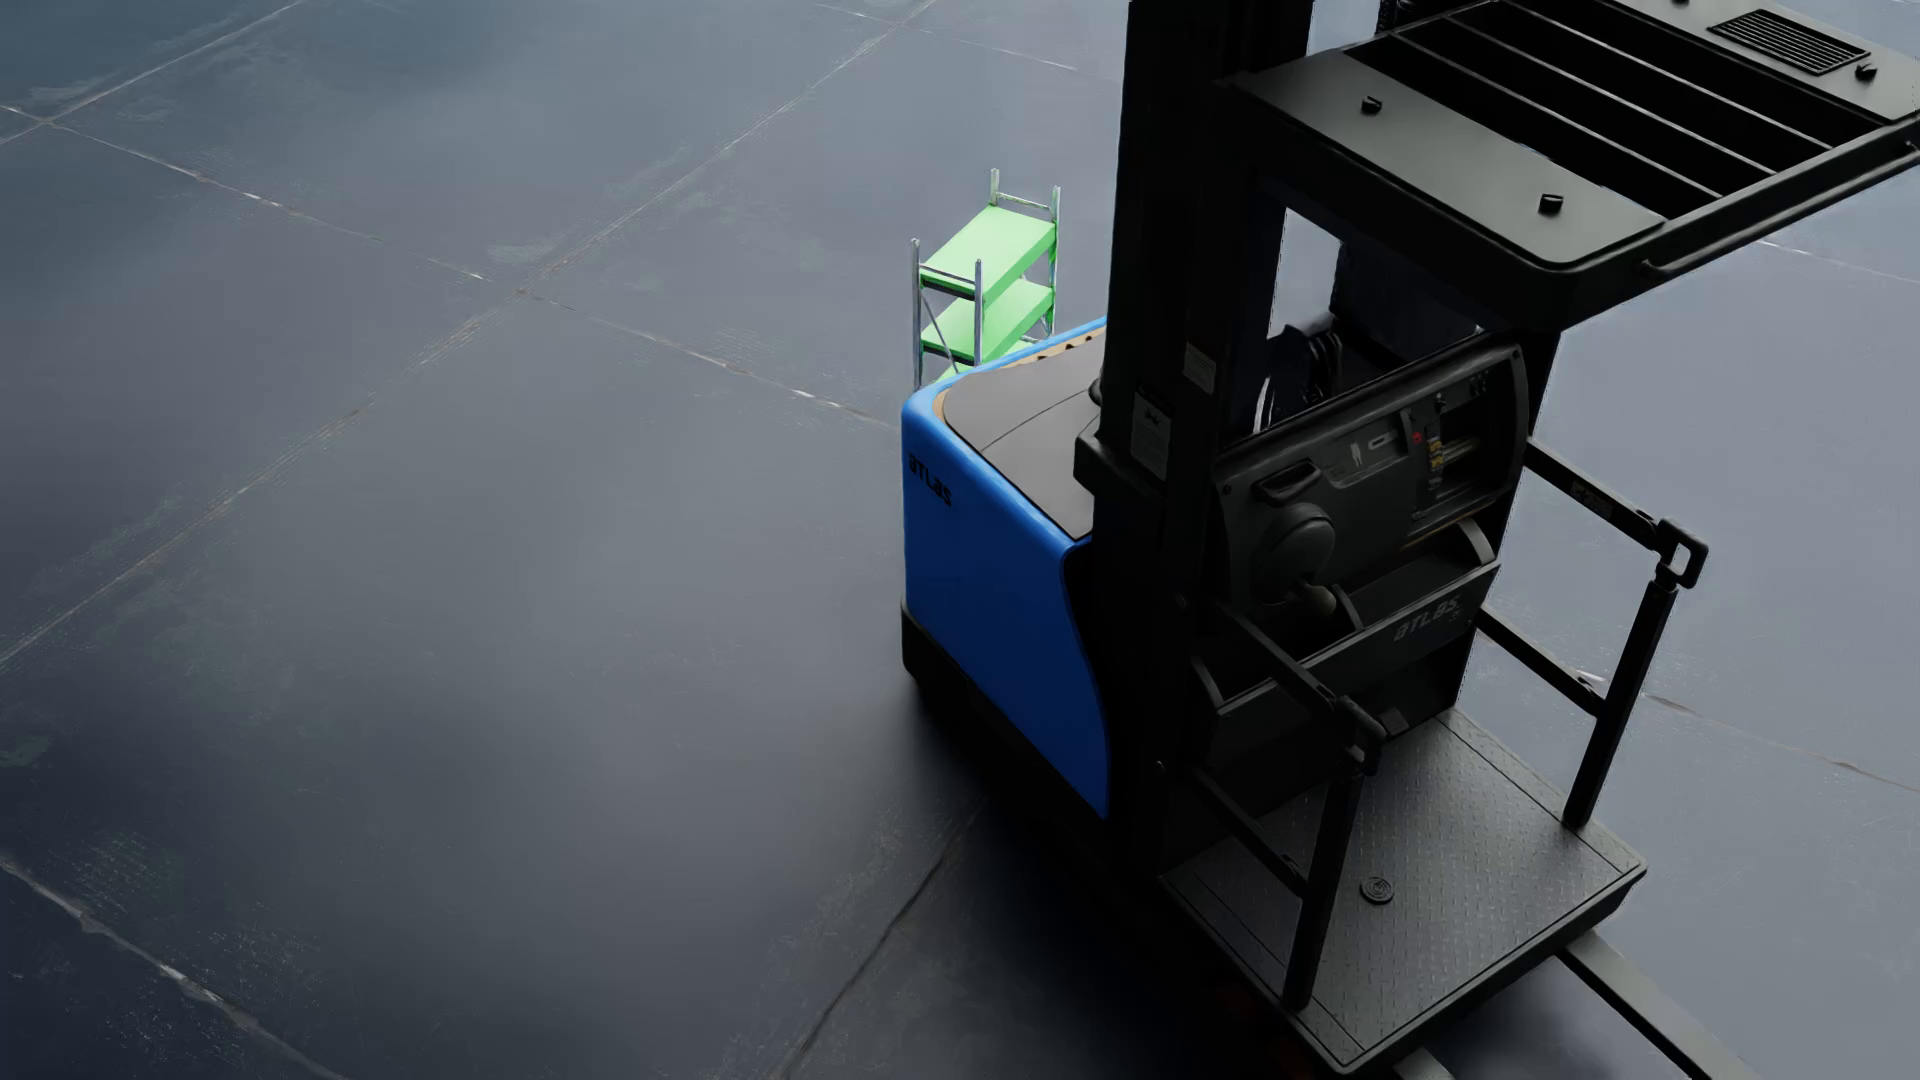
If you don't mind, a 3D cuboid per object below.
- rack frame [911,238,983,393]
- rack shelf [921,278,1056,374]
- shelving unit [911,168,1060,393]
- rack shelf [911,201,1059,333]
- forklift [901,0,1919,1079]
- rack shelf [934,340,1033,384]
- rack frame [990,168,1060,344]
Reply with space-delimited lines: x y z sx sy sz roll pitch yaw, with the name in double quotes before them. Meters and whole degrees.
"rack frame" -0.039 -0.405 5.302 0.240 1.200 0.015 21 45 22
"rack shelf" 0.083 -0.677 5.345 0.258 0.148 0.480 21 45 22
"shelving unit" 0.083 -0.545 5.461 0.258 1.200 0.503 21 45 22
"rack shelf" 0.083 -0.857 5.186 0.258 0.148 0.480 21 45 22
"forklift" 1.059 -0.060 3.600 1.130 2.935 3.031 -24 47 -25
"rack shelf" 0.083 -0.497 5.503 0.258 0.148 0.480 21 45 22
"rack frame" 0.205 -0.685 5.620 0.240 1.200 0.015 21 45 22
